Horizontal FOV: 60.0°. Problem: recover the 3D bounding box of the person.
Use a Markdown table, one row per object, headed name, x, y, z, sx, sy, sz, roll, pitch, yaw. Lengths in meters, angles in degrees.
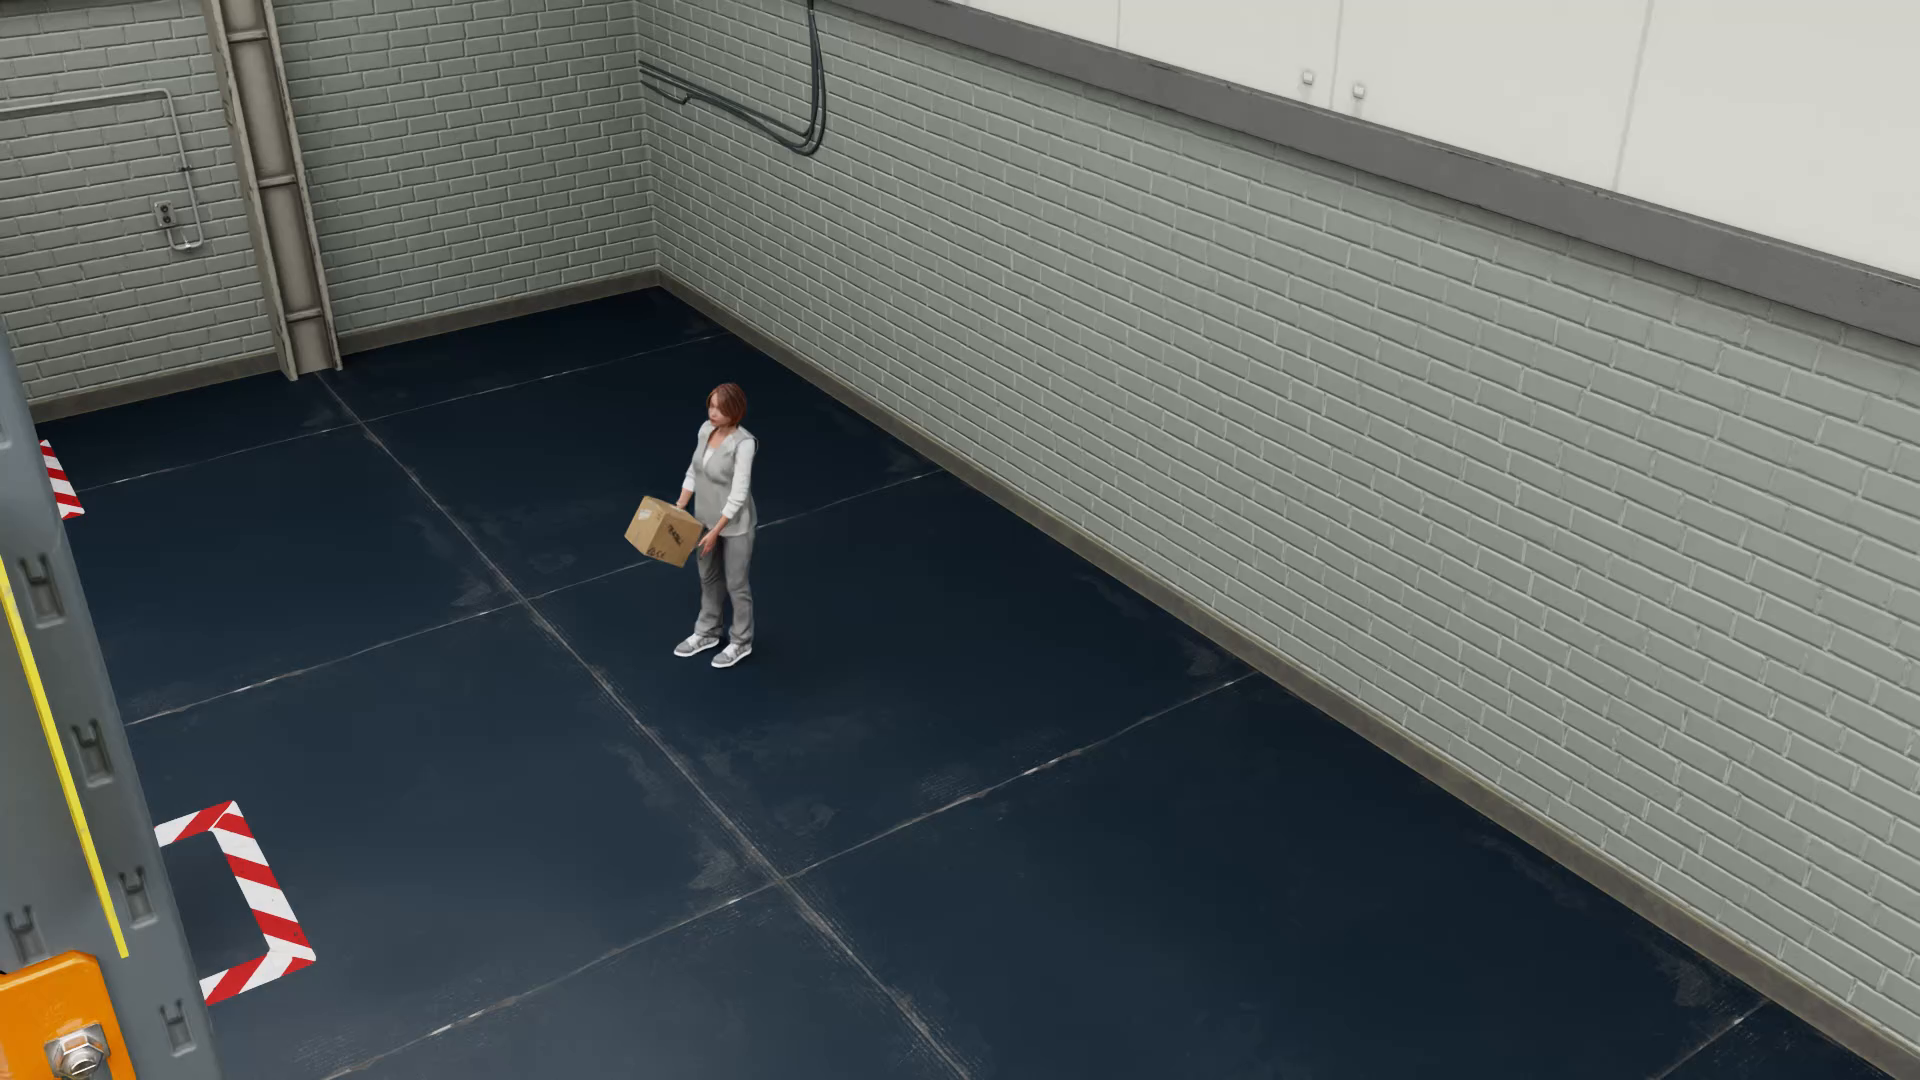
| name | x | y | z | sx | sy | sz | roll | pitch | yaw |
| --- | --- | --- | --- | --- | --- | --- | --- | --- | --- |
| person | -1.292 | -0.061 | 8.773 | 0.466 | 1.601 | 0.448 | 23 | 36 | 35 |
